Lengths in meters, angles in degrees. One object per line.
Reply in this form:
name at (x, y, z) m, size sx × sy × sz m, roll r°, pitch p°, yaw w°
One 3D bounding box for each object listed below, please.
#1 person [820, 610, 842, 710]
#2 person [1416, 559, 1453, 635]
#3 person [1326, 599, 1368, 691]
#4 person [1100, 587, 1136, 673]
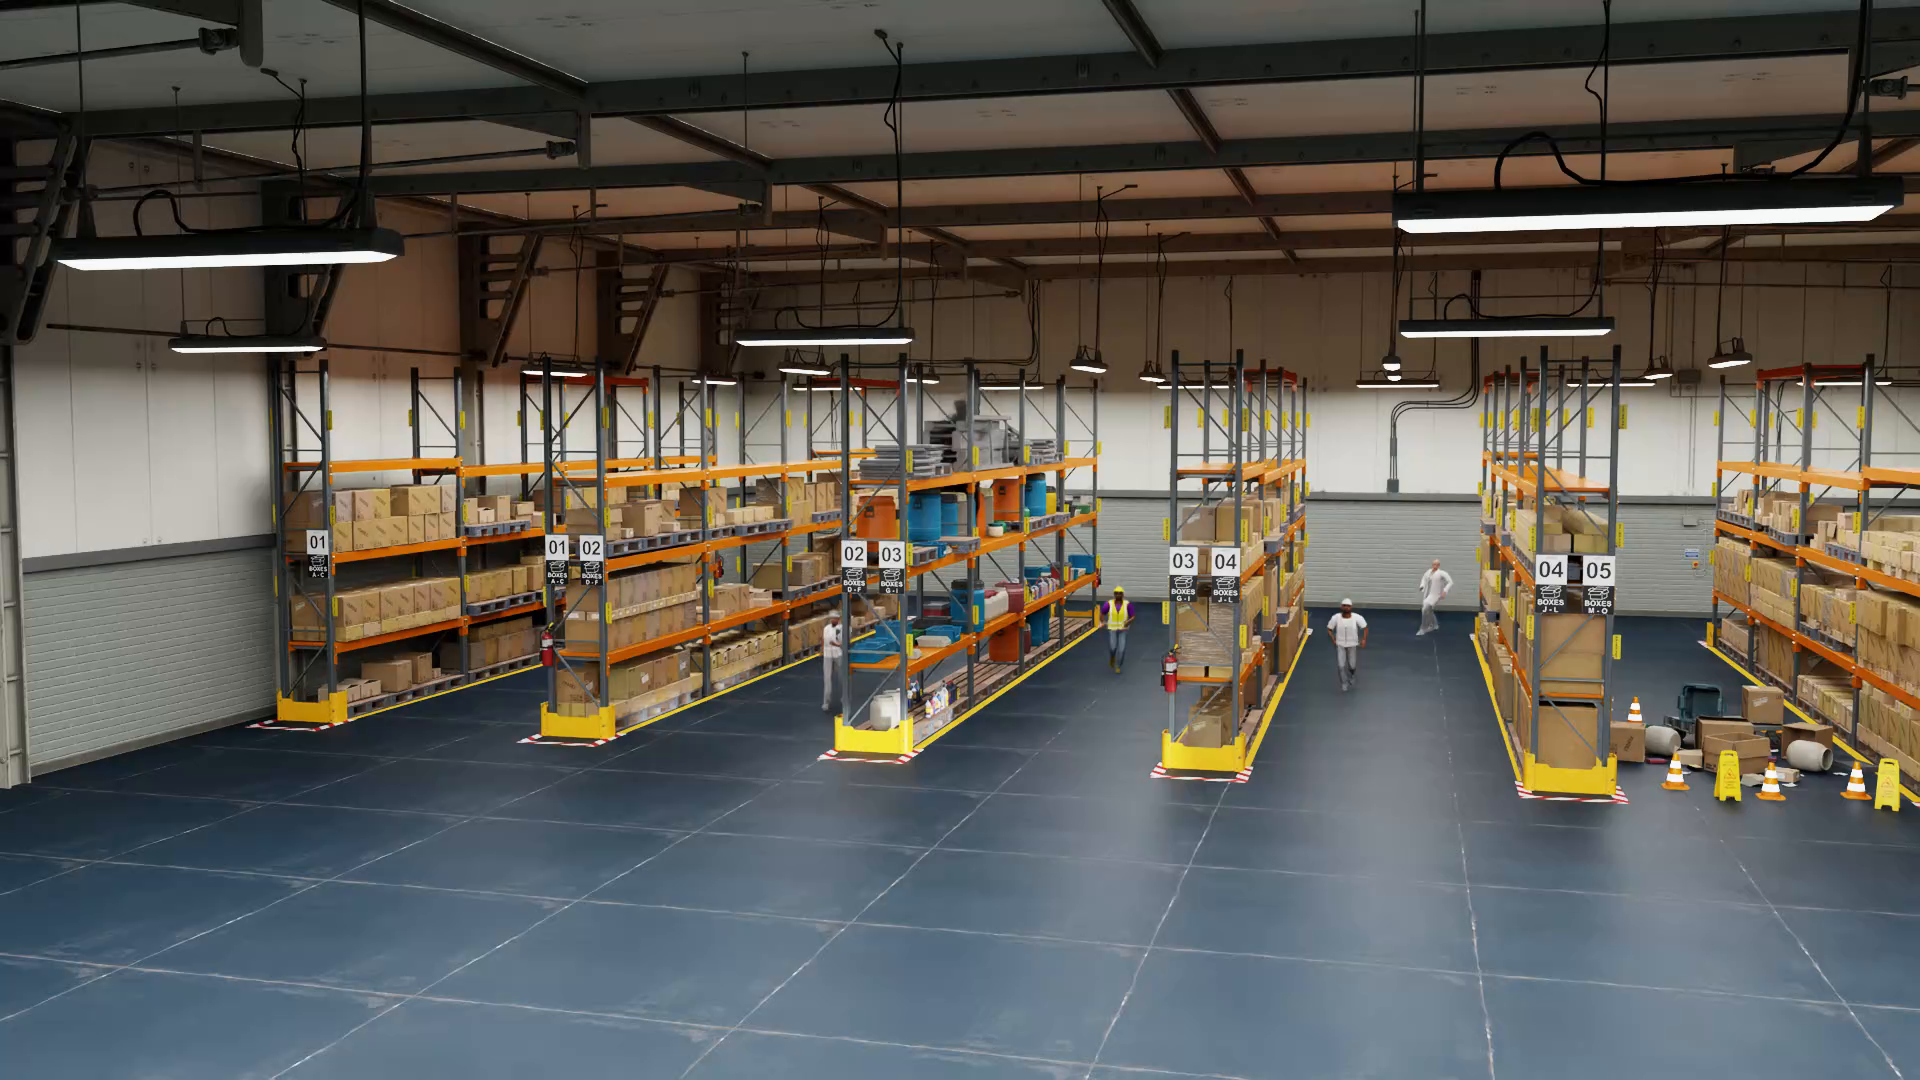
person at (-2.182, 2.052, 28.956) m, size 0.570 × 1.698 × 0.929 m, roll 1°, pitch 4°, yaw 13°
person at (11.070, 1.348, 38.835) m, size 0.763 × 1.803 × 0.764 m, roll -2°, pitch 5°, yaw -27°
person at (7.138, 1.935, 30.688) m, size 0.753 × 1.724 × 0.614 m, roll 1°, pitch 4°, yaw 14°
person at (3.117, 1.780, 32.839) m, size 0.705 × 1.722 × 0.578 m, roll 0°, pitch 4°, yaw 4°
